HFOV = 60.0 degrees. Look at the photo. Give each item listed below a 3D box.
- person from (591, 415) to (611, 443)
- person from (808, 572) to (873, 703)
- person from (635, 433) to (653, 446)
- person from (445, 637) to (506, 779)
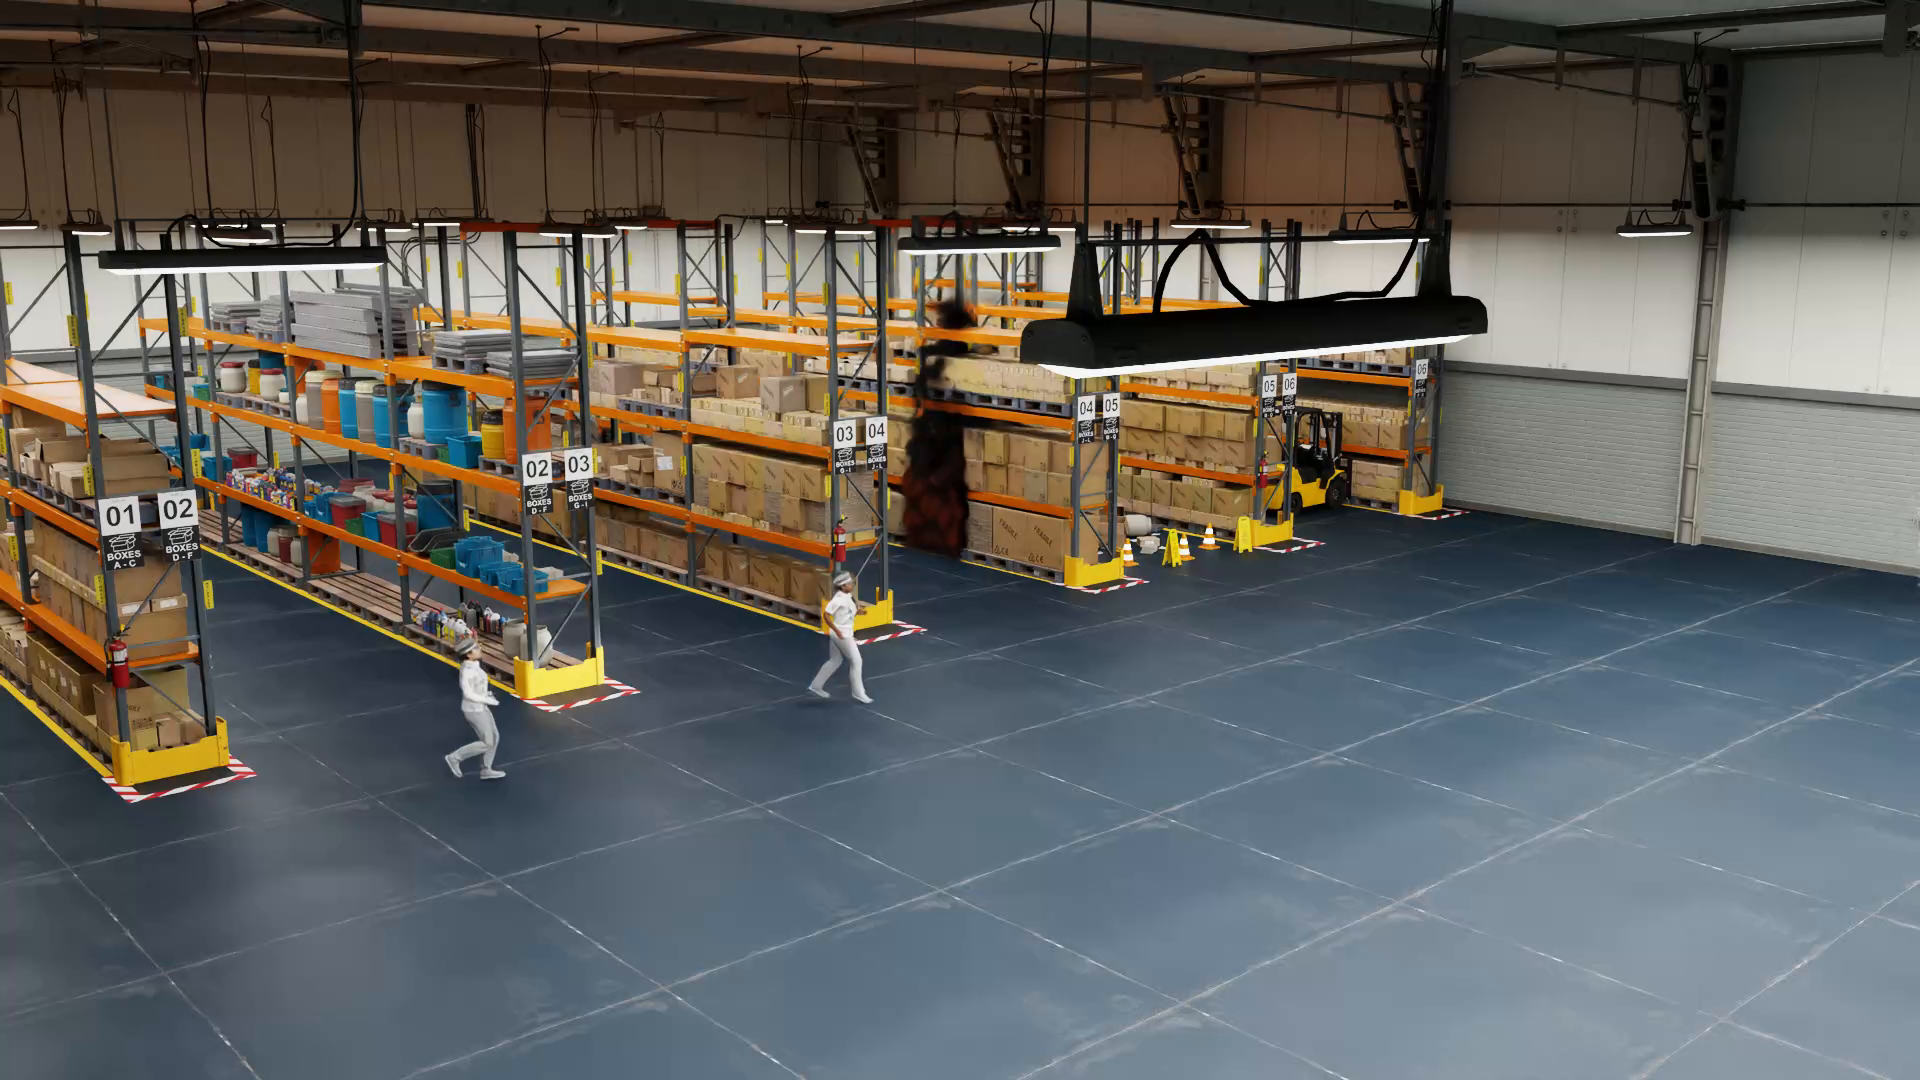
[{"bbox_3d":[-8.916,-2.780,41.249,0.955,1.714,0.773,0,11,1],"label":"person"},{"bbox_3d":[-1.549,1.257,21.395,0.828,1.745,0.556,-2,12,-8],"label":"person"},{"bbox_3d":[-8.012,-2.866,41.982,0.718,1.720,0.560,-9,14,-37],"label":"person"},{"bbox_3d":[-5.407,1.870,18.423,0.637,1.649,0.621,-4,12,-18],"label":"person"}]
